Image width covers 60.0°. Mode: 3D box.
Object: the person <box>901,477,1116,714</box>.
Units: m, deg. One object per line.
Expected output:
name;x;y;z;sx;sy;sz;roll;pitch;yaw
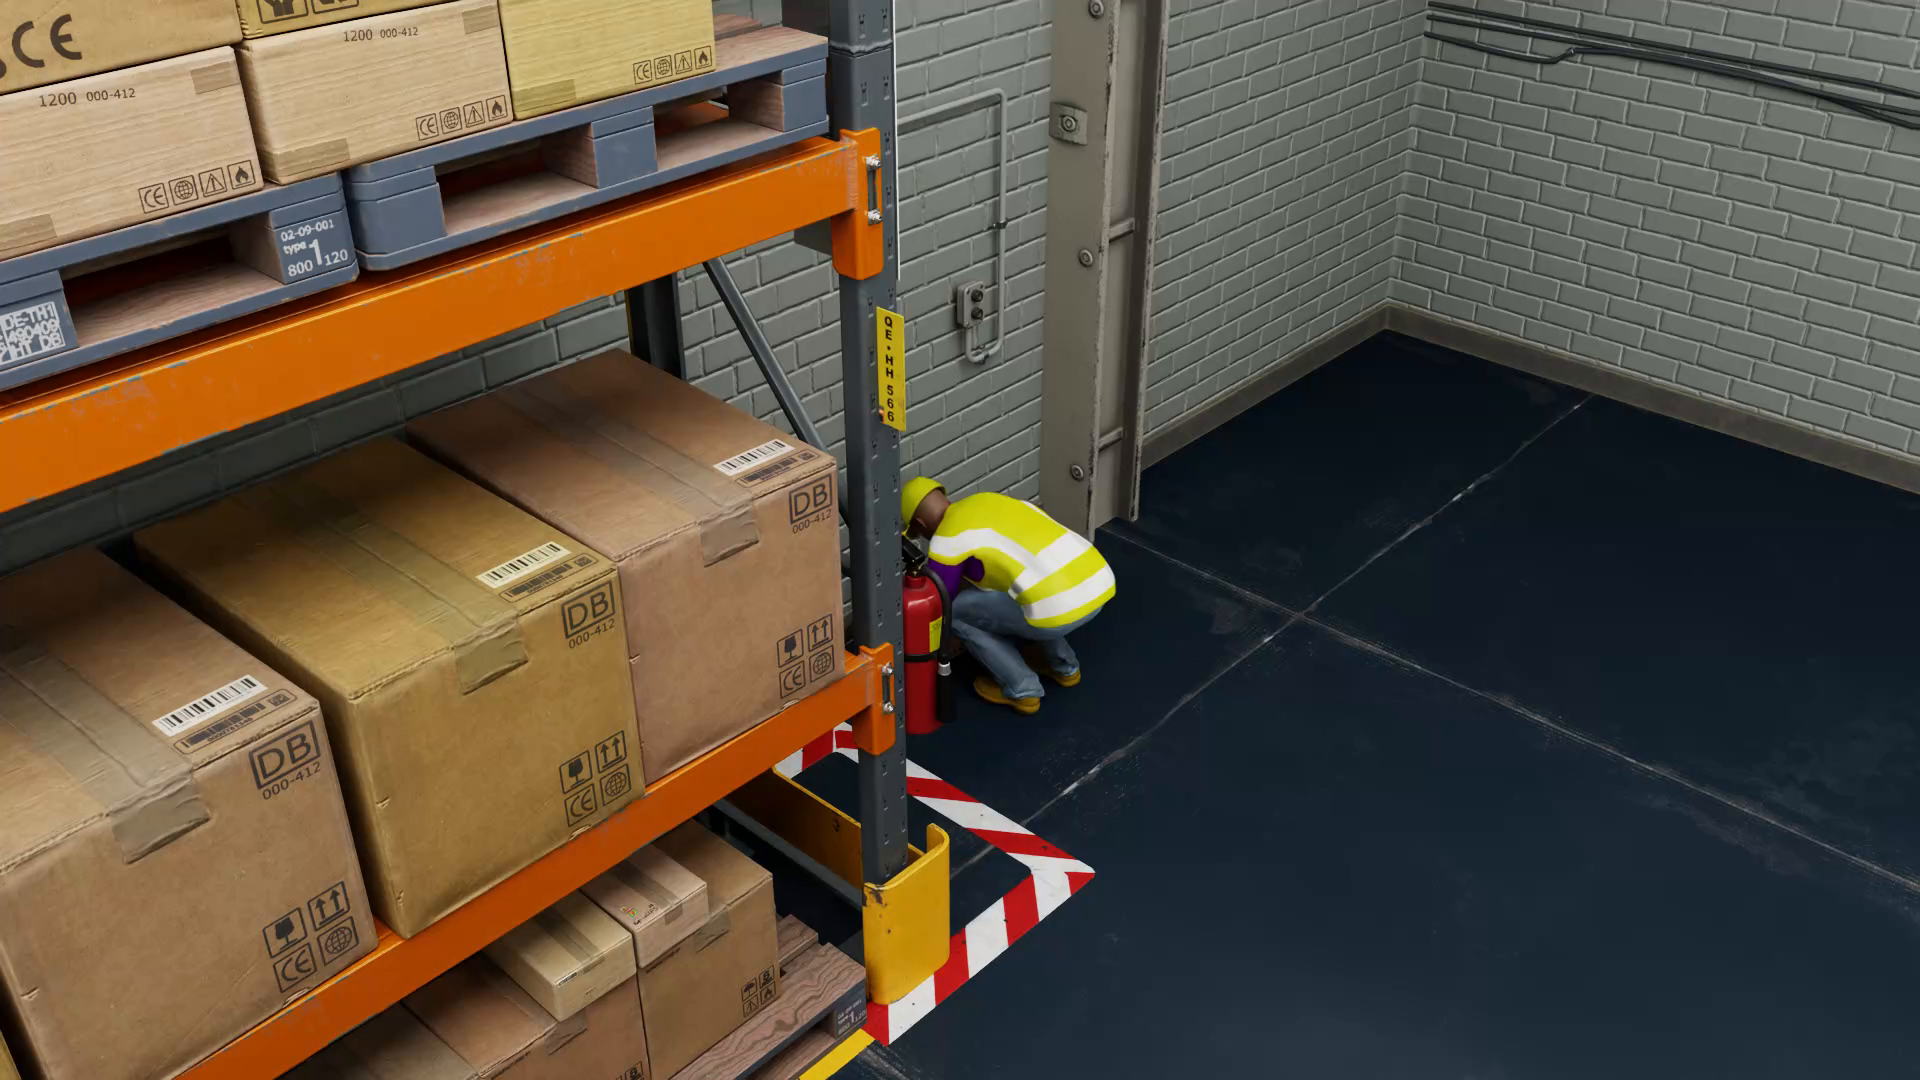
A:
person;0.143;0.220;6.713;0.964;0.805;0.526;24;39;34
